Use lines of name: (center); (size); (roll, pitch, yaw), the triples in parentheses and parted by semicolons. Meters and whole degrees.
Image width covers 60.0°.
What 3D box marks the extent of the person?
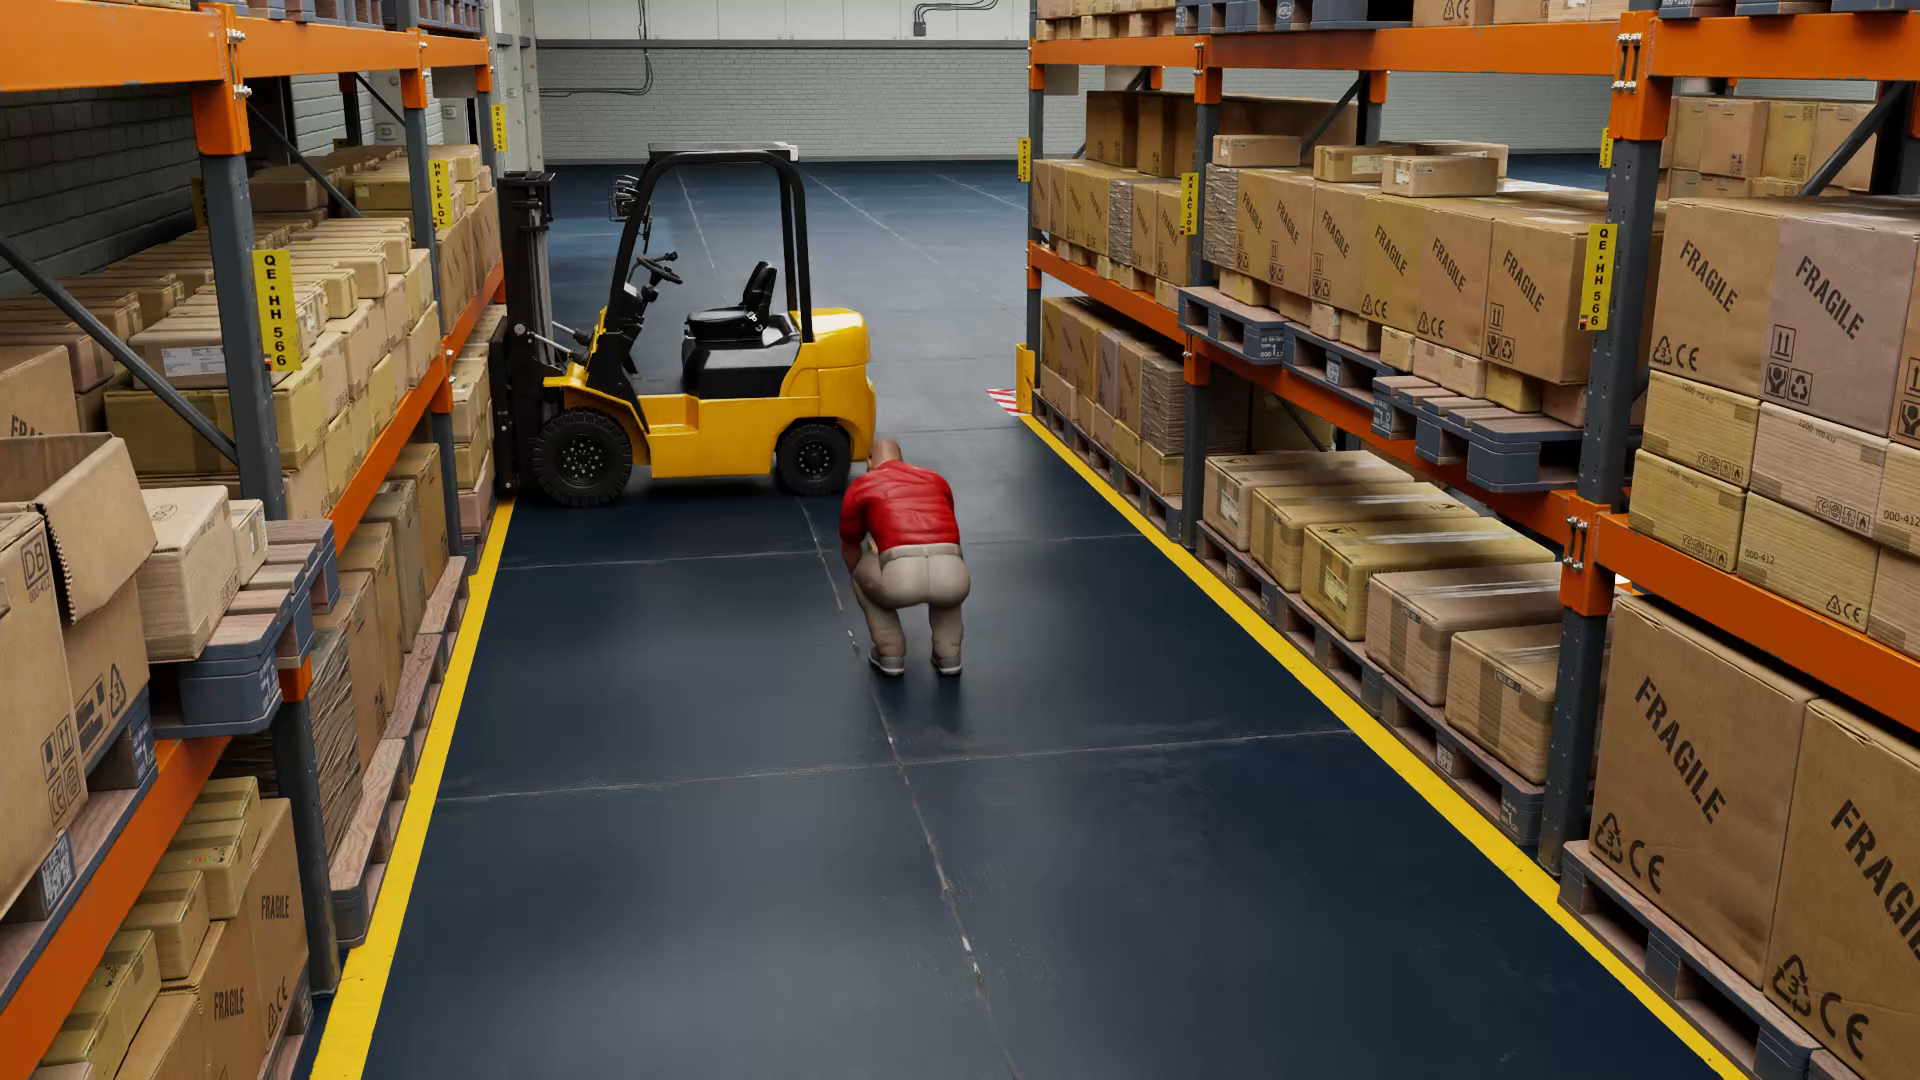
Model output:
person: (-0.261, 0.070, 7.655); (0.568, 0.992, 0.810); (-3, 17, -11)
